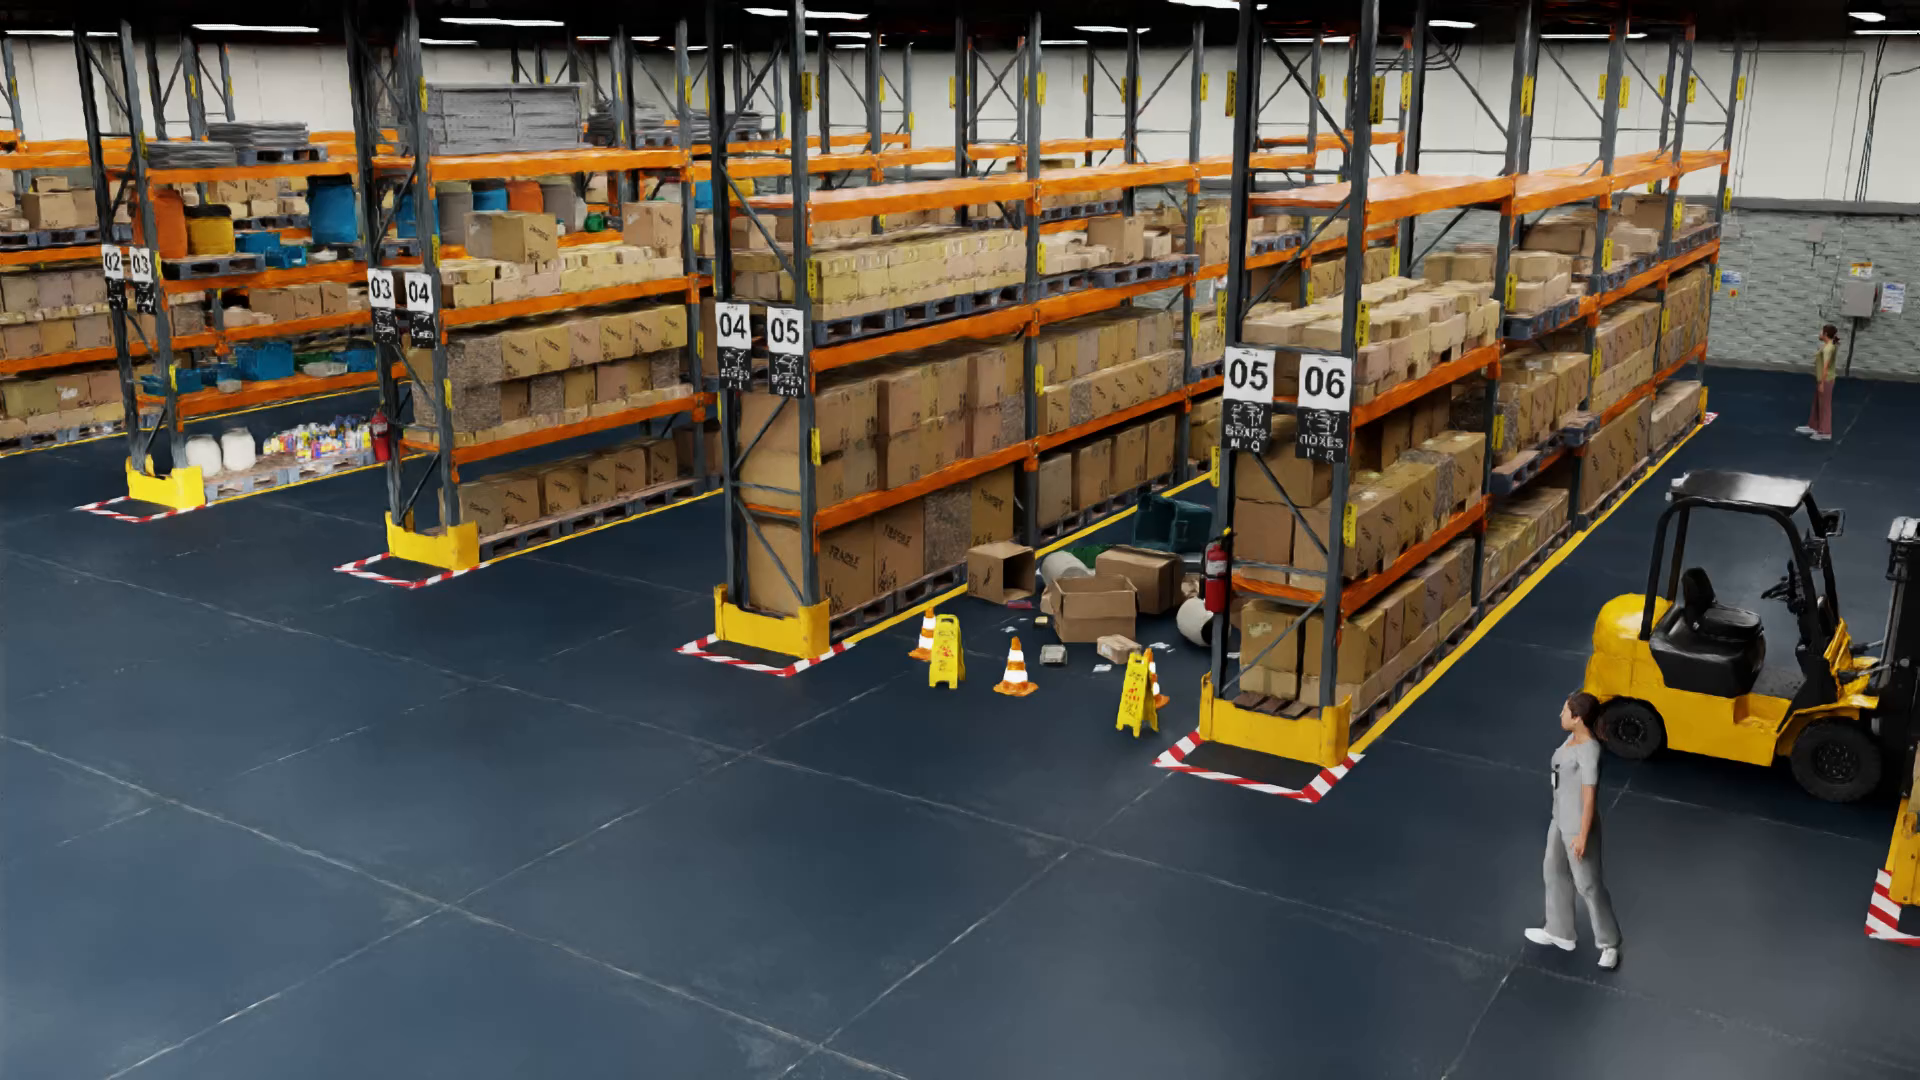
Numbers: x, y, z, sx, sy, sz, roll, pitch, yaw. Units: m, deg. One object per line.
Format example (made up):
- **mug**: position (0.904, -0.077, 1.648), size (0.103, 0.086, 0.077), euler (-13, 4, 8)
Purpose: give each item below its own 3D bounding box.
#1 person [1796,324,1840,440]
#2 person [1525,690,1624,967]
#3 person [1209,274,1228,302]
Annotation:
- **person**: position (12.674, -2.351, 24.484), size (0.507, 1.673, 0.617), euler (10, 18, 32)
- **person**: position (3.769, 1.715, 9.988), size (0.537, 1.665, 0.563), euler (2, 16, 6)
- **person**: position (5.231, -4.771, 33.442), size (0.411, 1.496, 0.957), euler (7, 17, 23)
